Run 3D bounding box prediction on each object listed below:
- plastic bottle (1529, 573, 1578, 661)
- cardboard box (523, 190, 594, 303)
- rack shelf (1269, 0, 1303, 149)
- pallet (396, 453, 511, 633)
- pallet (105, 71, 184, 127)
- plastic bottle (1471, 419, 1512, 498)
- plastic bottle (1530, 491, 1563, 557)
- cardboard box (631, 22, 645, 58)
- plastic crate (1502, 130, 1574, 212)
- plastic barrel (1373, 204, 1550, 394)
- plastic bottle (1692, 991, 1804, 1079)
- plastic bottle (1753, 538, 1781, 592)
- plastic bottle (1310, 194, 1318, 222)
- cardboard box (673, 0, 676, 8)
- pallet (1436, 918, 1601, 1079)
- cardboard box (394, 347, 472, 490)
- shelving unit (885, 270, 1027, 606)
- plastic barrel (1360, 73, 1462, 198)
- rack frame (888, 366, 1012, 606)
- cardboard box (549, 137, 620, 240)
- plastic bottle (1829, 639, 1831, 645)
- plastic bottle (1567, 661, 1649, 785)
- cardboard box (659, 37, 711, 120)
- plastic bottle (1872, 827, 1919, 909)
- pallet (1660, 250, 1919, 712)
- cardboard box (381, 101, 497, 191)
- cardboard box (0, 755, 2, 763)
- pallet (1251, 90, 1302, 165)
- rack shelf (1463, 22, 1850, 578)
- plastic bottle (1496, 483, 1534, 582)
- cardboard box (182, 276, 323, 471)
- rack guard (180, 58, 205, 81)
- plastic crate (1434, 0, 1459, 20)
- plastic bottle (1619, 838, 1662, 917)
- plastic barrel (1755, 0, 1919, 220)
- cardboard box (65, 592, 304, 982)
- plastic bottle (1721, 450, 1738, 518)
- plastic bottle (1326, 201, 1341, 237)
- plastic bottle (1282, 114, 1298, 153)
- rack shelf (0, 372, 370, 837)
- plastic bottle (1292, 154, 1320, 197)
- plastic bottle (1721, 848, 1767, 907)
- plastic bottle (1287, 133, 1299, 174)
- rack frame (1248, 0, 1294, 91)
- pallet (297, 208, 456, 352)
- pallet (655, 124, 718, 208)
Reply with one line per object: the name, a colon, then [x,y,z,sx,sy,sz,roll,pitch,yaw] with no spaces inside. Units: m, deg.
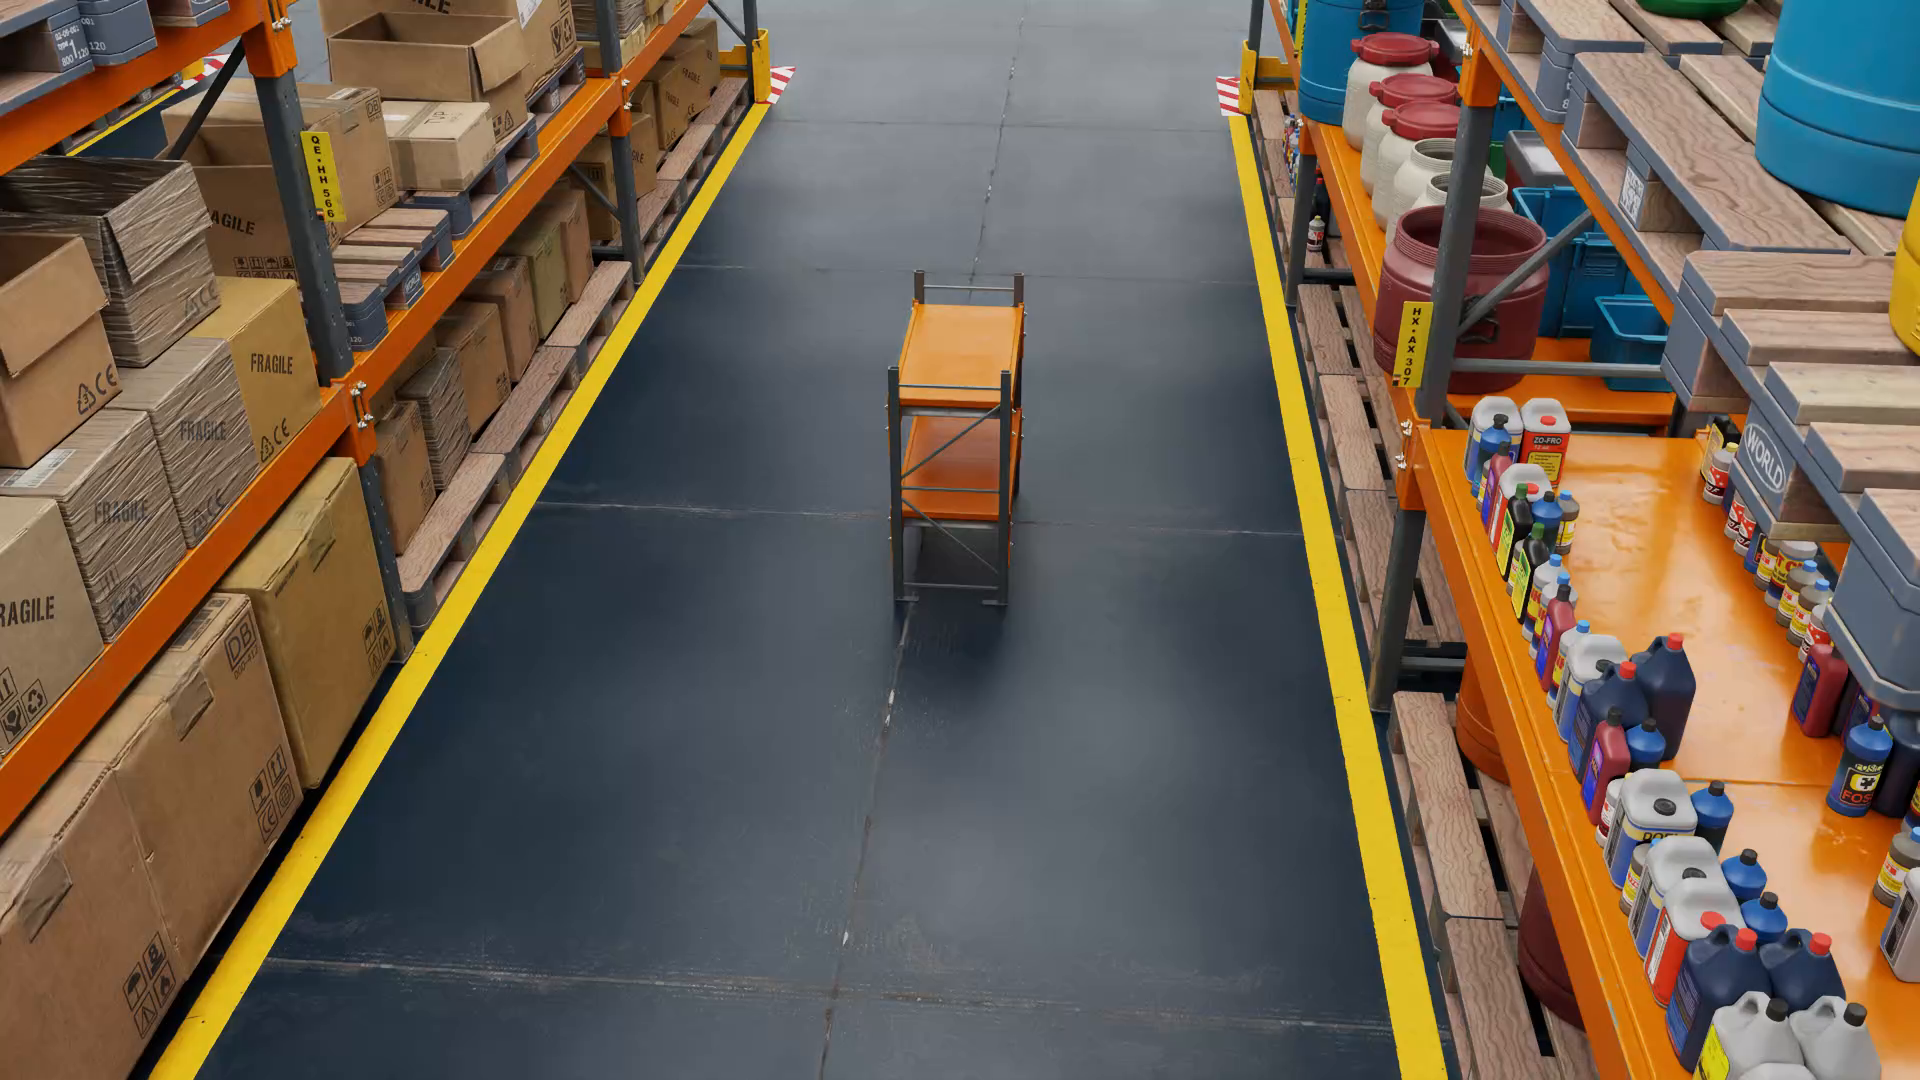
plastic bottle: [1.670,0.214,4.666,0.097,0.271,0.097,0,32,0]
cardboard box: [-2.543,-1.702,9.616,0.700,0.500,0.500,0,32,0]
rack shelf: [2.628,-3.427,11.138,1.077,0.370,4.000,2,32,4]
pallet: [-2.732,-0.029,7.596,1.003,0.211,1.213,2,32,4]
pallet: [-7.068,-3.647,13.466,1.003,0.211,1.213,2,32,4]
plastic bottle: [1.745,-0.269,5.450,0.097,0.271,0.097,0,32,0]
plastic bottle: [1.768,-0.025,5.054,0.097,0.271,0.097,0,32,0]
cardboard box: [-2.121,-3.022,10.034,0.380,0.149,0.250,2,32,4]
plastic crate: [2.576,-1.455,7.191,0.402,0.464,0.583,2,32,4]
plastic barrel: [1.875,-0.909,6.237,0.600,0.536,0.708,2,32,4]
plastic bottle: [1.562,1.022,3.279,0.144,0.351,0.185,2,32,4]
plastic bottle: [2.461,0.051,4.997,0.097,0.201,0.097,0,32,0]
plastic bottle: [2.175,-1.984,10.280,0.061,0.283,0.133,4,32,6]
cardboard box: [-2.077,-3.546,10.885,0.380,0.149,0.250,2,32,4]
pallet: [2.015,1.641,4.885,1.003,0.211,1.213,2,32,4]
cardboard box: [-2.730,-0.572,7.783,0.700,0.500,0.500,0,32,0]
shelving unit: [-0.001,-0.475,7.449,0.538,1.125,1.048,2,32,4]
plastic barrel: [2.109,-1.871,7.797,0.433,0.535,0.433,0,32,0]
rack frame: [-0.042,-0.210,7.018,0.500,1.125,0.032,2,32,4]
cardboard box: [-2.399,-2.221,10.477,0.500,0.500,0.500,2,32,2]
plastic bottle: [2.438,0.281,4.546,0.061,0.283,0.133,2,32,4]
plastic bottle: [1.652,0.446,4.214,0.144,0.351,0.185,2,32,4]
cardboard box: [-2.228,-3.465,12.497,0.500,0.500,0.500,11,33,17]
plastic bottle: [2.199,0.753,3.858,0.097,0.201,0.097,0,32,0]
pallet: [1.780,-0.115,2.398,1.213,0.211,1.003,2,32,4]
cardboard box: [-2.432,-1.789,7.536,0.500,0.250,0.500,2,32,3]
cardboard box: [-2.755,0.487,4.005,0.500,0.500,0.500,2,32,3]
pallet: [2.760,-3.126,12.621,1.003,0.211,1.213,2,32,4]
rack shelf: [1.976,-0.521,3.563,1.077,0.370,4.000,2,32,4]
plastic bottle: [1.688,-0.024,5.041,0.061,0.283,0.133,2,32,4]
cardboard box: [-2.590,-0.581,5.739,0.500,0.500,0.500,3,32,5]
rack guard: [-7.079,-4.204,14.095,1.175,0.500,0.348,2,32,4]
plastic crate: [2.857,-3.295,10.440,0.450,0.188,0.662,2,32,4]
plastic bottle: [1.587,0.773,3.825,0.097,0.201,0.097,0,32,0]
plastic barrel: [1.800,-1.072,2.894,0.600,0.901,0.708,2,32,4]
cardboard box: [-2.954,0.744,5.309,1.225,0.875,0.875,3,32,4]
plastic bottle: [2.513,-0.196,5.320,0.061,0.283,0.133,2,32,4]
plastic bottle: [2.374,-2.090,10.388,0.144,0.351,0.185,2,32,4]
plastic bottle: [2.332,-2.870,11.729,0.097,0.271,0.097,0,32,0]
rack shelf: [-2.960,0.545,4.693,1.077,0.370,4.000,2,32,4]
plastic bottle: [2.289,-2.418,10.992,0.152,0.276,0.135,3,32,5]
plastic bottle: [1.731,0.801,3.714,0.097,0.271,0.097,0,32,0]
plastic bottle: [2.296,-2.639,11.354,0.097,0.271,0.097,0,32,0]
rack frame: [2.791,-4.779,12.646,1.000,3.000,0.127,2,32,4]
pallet: [-2.845,-1.103,6.864,1.213,0.211,1.003,2,32,4]
pallet: [-2.355,-2.704,11.937,1.003,0.211,1.213,2,32,4]
